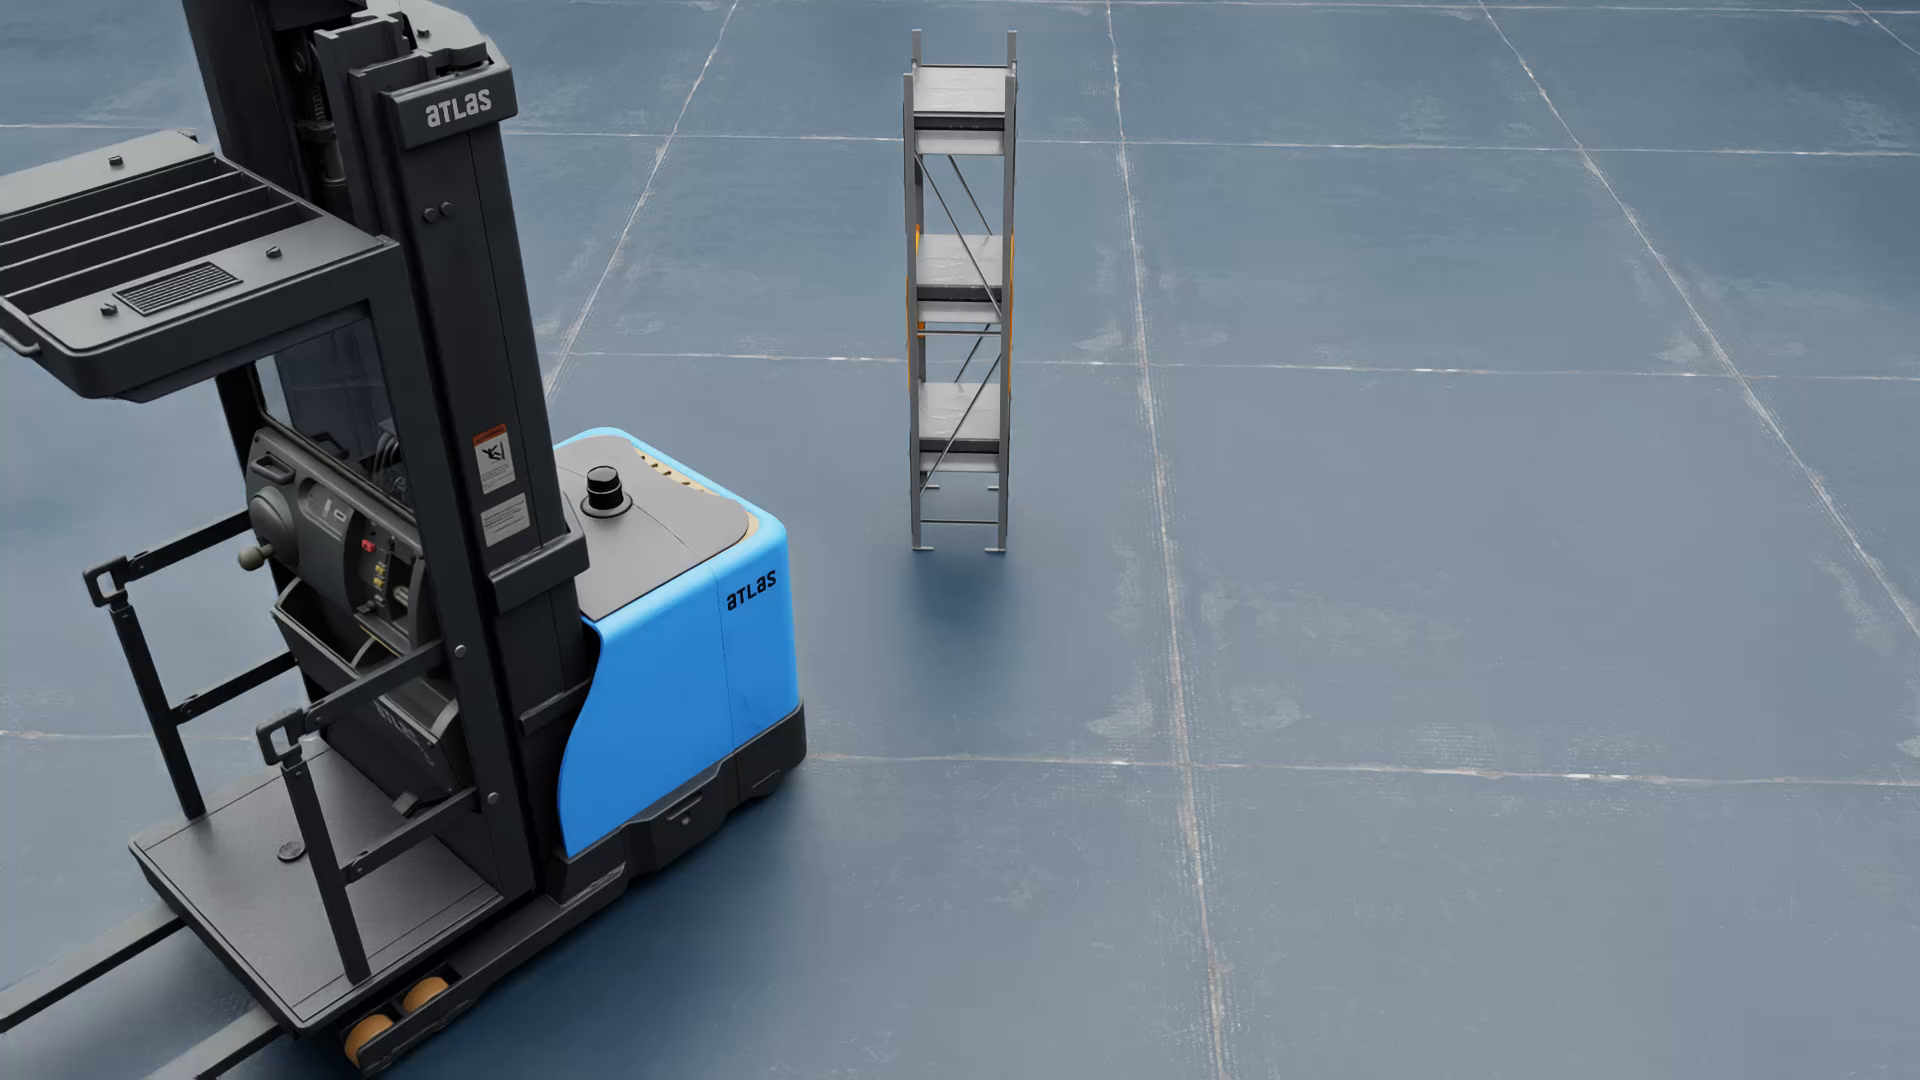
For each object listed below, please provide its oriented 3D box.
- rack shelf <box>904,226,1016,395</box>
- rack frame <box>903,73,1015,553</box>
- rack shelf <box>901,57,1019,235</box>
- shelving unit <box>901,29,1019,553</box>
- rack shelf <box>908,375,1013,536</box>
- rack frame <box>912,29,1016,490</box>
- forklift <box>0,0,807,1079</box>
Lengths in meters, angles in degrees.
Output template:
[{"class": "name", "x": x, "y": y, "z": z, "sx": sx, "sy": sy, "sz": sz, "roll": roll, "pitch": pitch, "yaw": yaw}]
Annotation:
[{"class": "rack shelf", "x": 0.007, "y": -0.943, "z": 6.789, "sx": 0.431, "sy": 0.518, "sz": 0.480, "roll": 1, "pitch": 35, "yaw": 2}, {"class": "rack frame", "x": -0.003, "y": -0.814, "z": 6.582, "sx": 0.400, "sy": 2.100, "sz": 0.015, "roll": 1, "pitch": 35, "yaw": 2}, {"class": "rack shelf", "x": 0.007, "y": -1.516, "z": 6.387, "sx": 0.431, "sy": 0.518, "sz": 0.480, "roll": 1, "pitch": 35, "yaw": 2}, {"class": "shelving unit", "x": 0.007, "y": -0.954, "z": 6.782, "sx": 0.431, "sy": 2.100, "sz": 0.503, "roll": 1, "pitch": 35, "yaw": 2}, {"class": "rack shelf", "x": 0.007, "y": -0.370, "z": 7.192, "sx": 0.431, "sy": 0.518, "sz": 0.480, "roll": 1, "pitch": 35, "yaw": 2}, {"class": "rack frame", "x": 0.016, "y": -1.094, "z": 6.981, "sx": 0.400, "sy": 2.100, "sz": 0.015, "roll": 1, "pitch": 35, "yaw": 2}, {"class": "forklift", "x": -1.924, "y": 0.059, "z": 4.617, "sx": 1.130, "sy": 2.935, "sz": 3.031, "roll": 28, "pitch": 44, "yaw": 34}]
